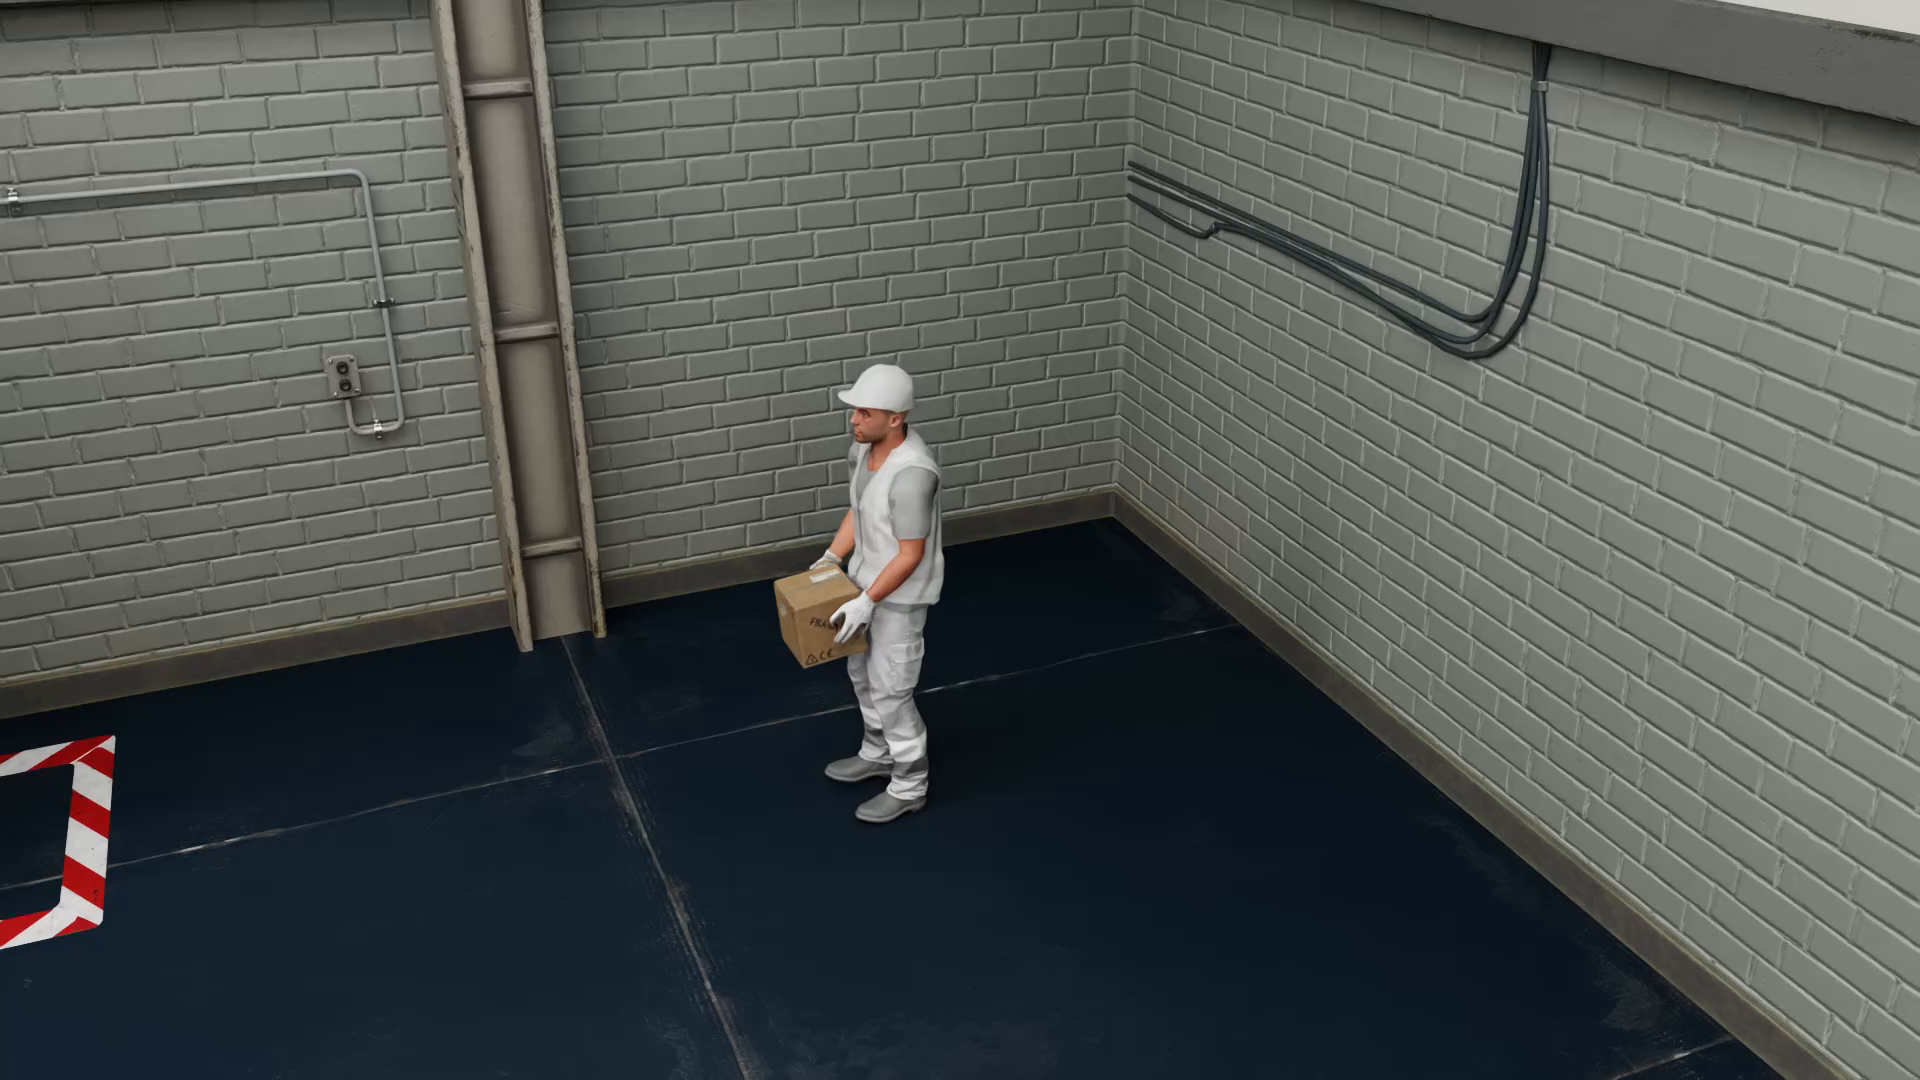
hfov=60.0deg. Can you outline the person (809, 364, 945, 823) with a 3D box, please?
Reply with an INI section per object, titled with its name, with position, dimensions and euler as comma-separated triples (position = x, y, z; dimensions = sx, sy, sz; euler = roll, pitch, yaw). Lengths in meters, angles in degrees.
[person]
position = -0.310, 0.205, 6.153
dimensions = 0.474, 1.793, 0.533
euler = -11, 28, -21
